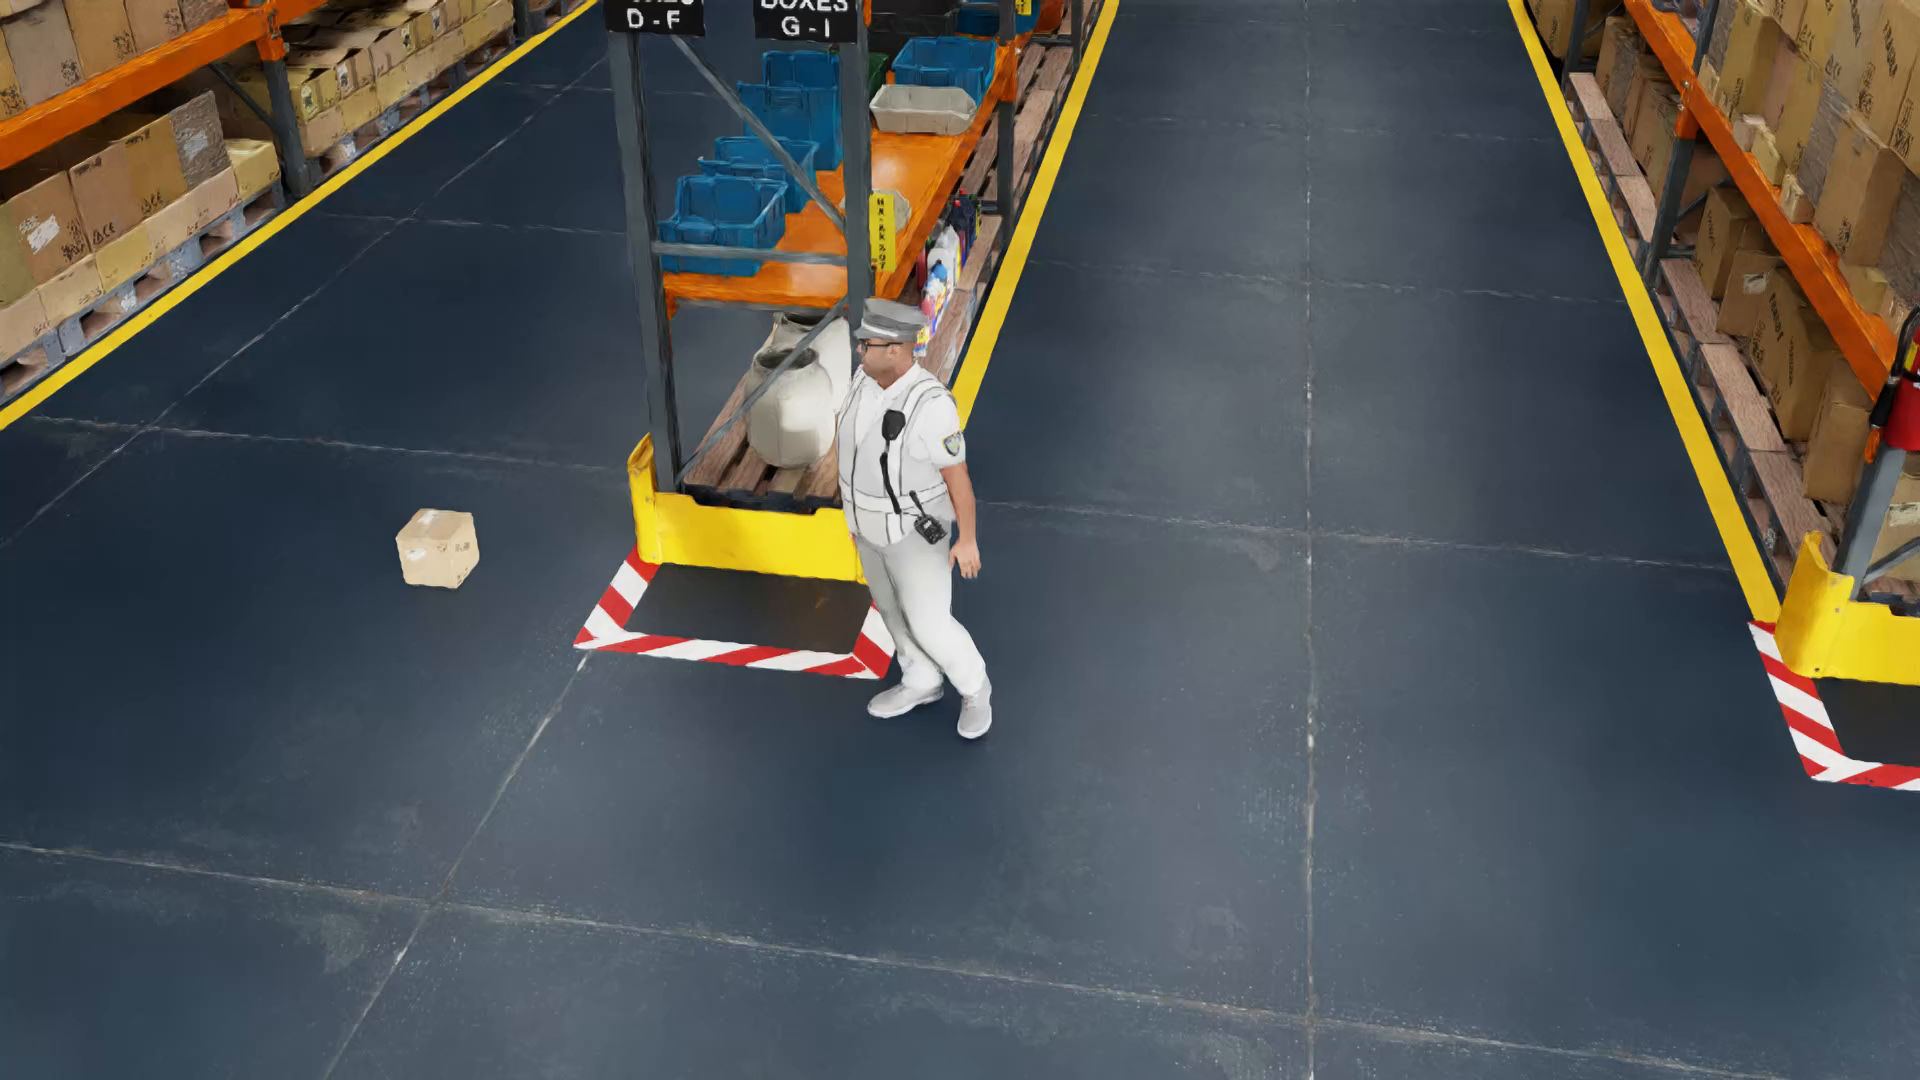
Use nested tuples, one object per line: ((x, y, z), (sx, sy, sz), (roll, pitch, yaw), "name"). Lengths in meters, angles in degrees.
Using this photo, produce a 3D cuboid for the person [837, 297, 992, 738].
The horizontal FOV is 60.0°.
((-0.160, -0.070, 6.223), (0.501, 1.755, 0.656), (-24, 39, -33), "person")
